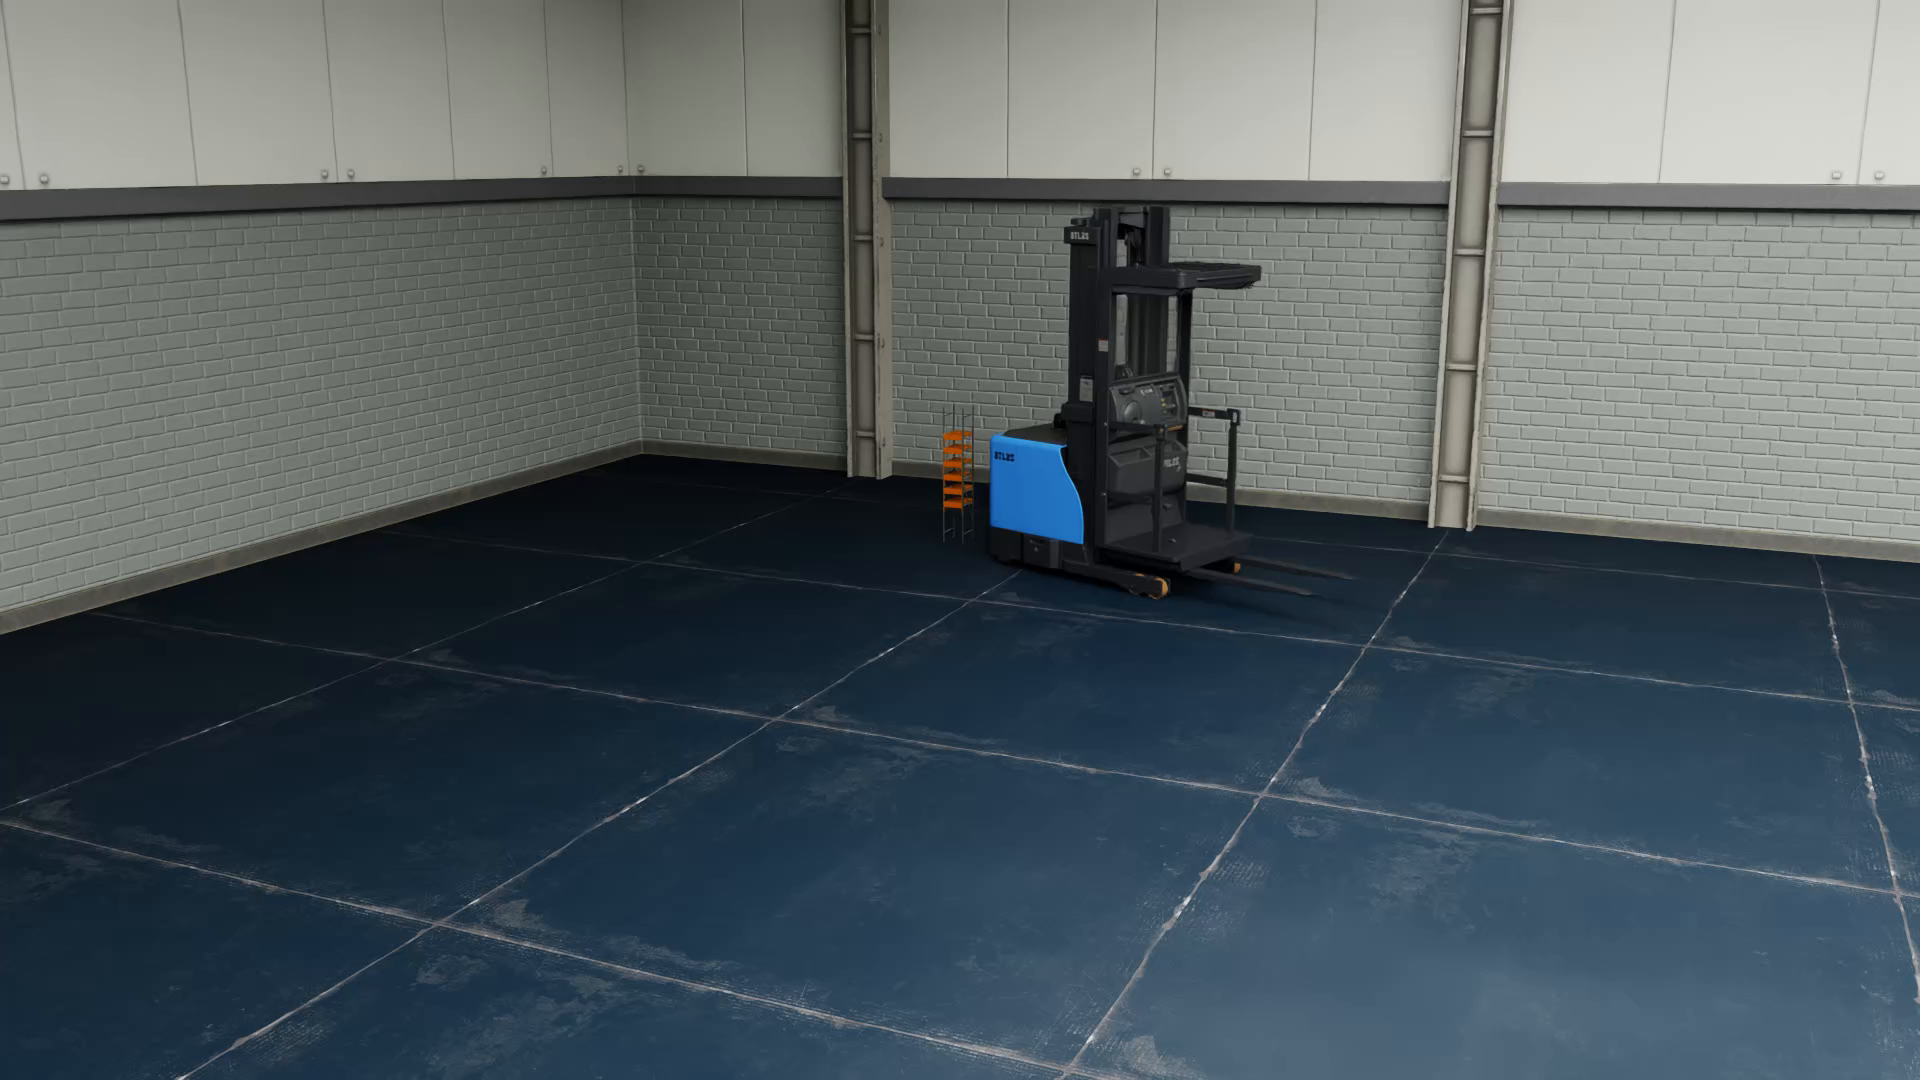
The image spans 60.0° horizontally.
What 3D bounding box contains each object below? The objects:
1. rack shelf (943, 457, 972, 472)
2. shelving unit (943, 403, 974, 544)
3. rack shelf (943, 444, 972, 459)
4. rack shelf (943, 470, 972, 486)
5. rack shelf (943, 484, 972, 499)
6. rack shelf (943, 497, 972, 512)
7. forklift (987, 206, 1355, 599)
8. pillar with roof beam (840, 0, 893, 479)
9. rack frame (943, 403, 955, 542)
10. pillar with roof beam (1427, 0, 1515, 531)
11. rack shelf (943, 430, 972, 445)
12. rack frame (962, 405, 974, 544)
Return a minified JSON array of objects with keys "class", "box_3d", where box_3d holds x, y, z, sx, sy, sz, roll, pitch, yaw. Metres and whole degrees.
[{"class":"rack shelf","box_3d":[-0.013,-0.659,14.606,0.180,0.103,0.258,6,14,23]},{"class":"shelving unit","box_3d":[-0.013,-0.585,14.623,0.189,1.200,0.258,6,14,23]},{"class":"rack shelf","box_3d":[-0.013,-0.776,14.579,0.180,0.103,0.258,6,14,23]},{"class":"rack shelf","box_3d":[-0.013,-0.542,14.634,0.180,0.103,0.258,6,14,23]},{"class":"rack shelf","box_3d":[-0.013,-0.425,14.661,0.180,0.103,0.258,6,14,23]},{"class":"rack shelf","box_3d":[-0.013,-0.309,14.688,0.180,0.103,0.258,6,14,23]},{"class":"forklift","box_3d":[1.654,-1.105,13.048,3.031,2.935,1.130,12,18,41]},{"class":"pillar with roof beam","box_3d":[-2.699,-4.169,12.821,0.400,9.000,9.100,6,14,23]},{"class":"rack frame","box_3d":[-0.097,-0.594,14.660,0.006,1.200,0.240,6,14,23]},{"class":"pillar with roof beam","box_3d":[2.787,-3.613,10.455,0.400,9.000,9.100,6,14,23]},{"class":"rack shelf","box_3d":[-0.013,-0.893,14.551,0.180,0.103,0.258,6,14,23]},{"class":"rack frame","box_3d":[0.070,-0.577,14.587,0.006,1.200,0.240,6,14,23]}]
